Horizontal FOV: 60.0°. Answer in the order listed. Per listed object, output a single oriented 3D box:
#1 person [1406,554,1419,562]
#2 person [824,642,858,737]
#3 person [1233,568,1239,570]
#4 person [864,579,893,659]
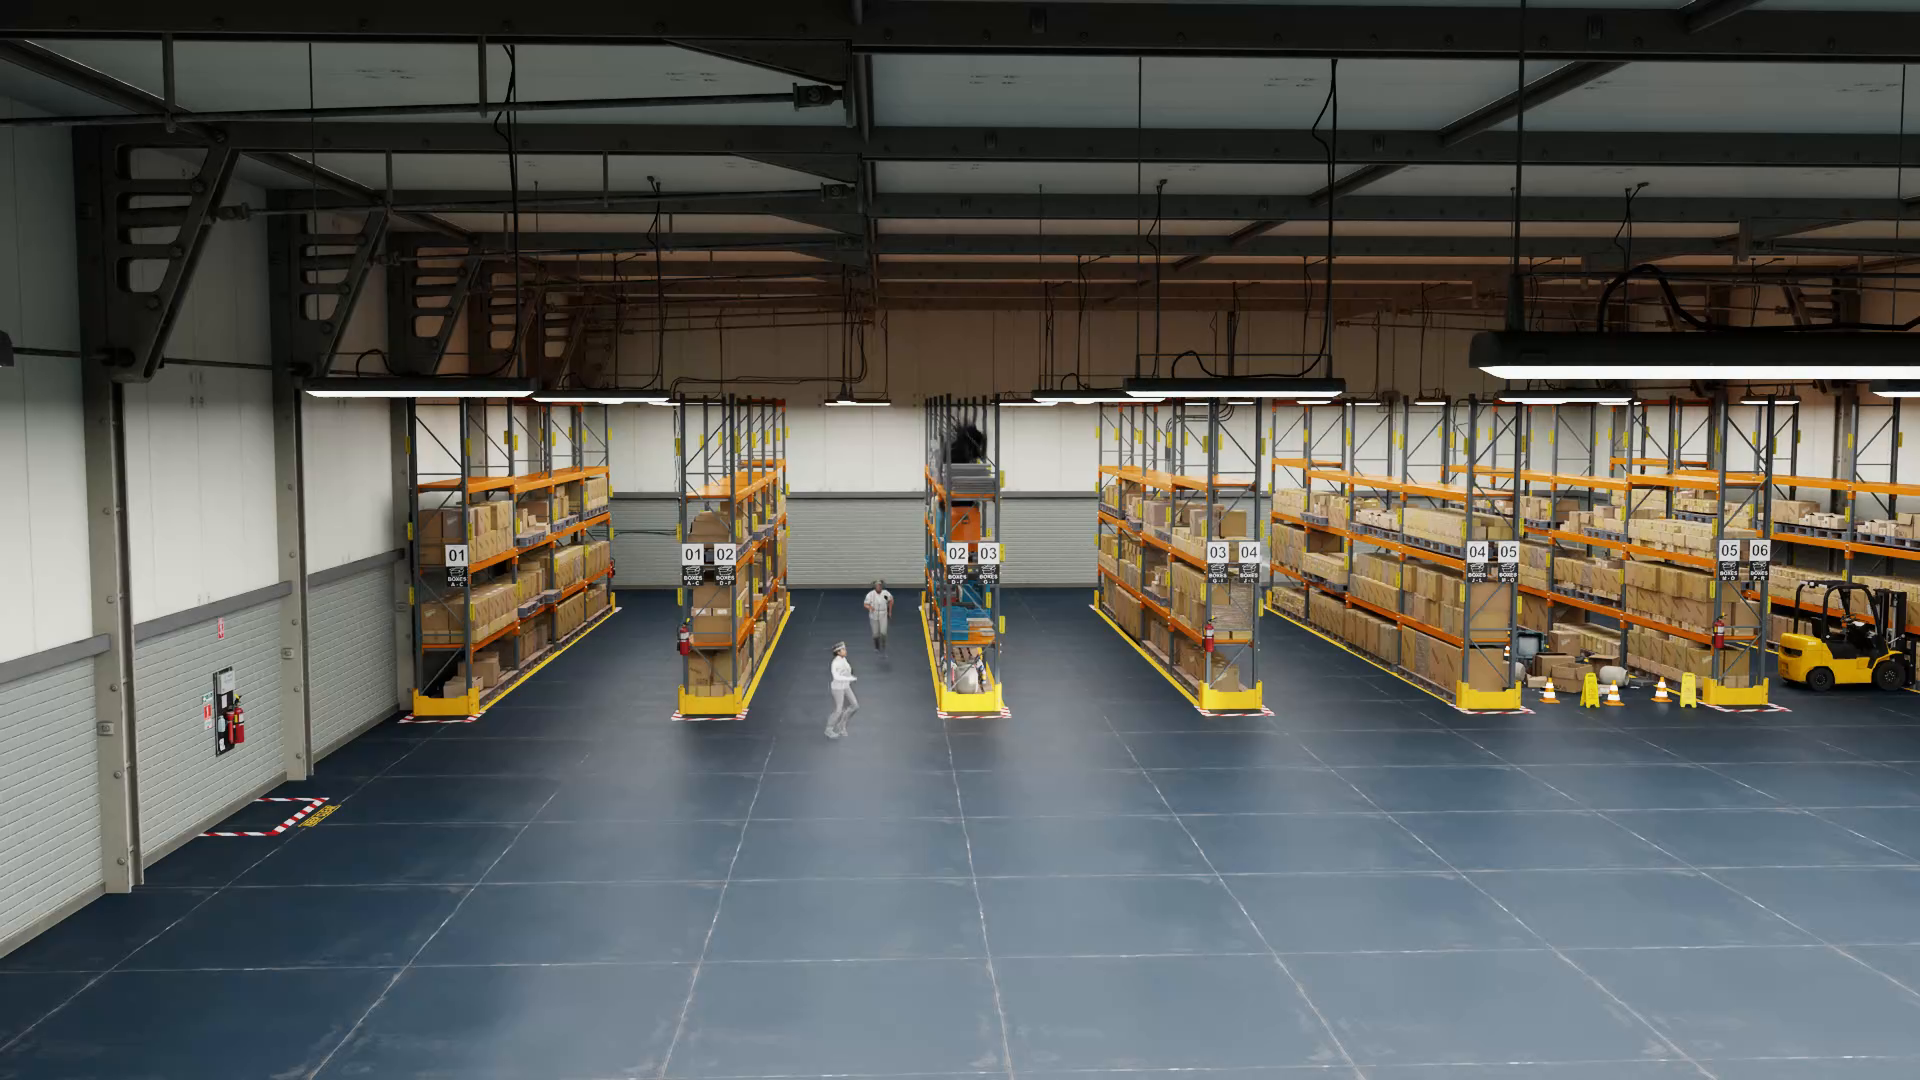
[{"bbox_3d":[13.272,0.941,49.419,0.838,1.816,0.744,0,5,4],"label":"person"},{"bbox_3d":[-2.044,2.598,28.829,0.650,1.698,0.649,2,5,20],"label":"person"},{"bbox_3d":[7.689,1.062,47.690,0.716,1.765,0.987,4,6,39],"label":"person"},{"bbox_3d":[-1.835,1.741,37.030,0.612,1.769,0.773,0,5,1],"label":"person"}]
